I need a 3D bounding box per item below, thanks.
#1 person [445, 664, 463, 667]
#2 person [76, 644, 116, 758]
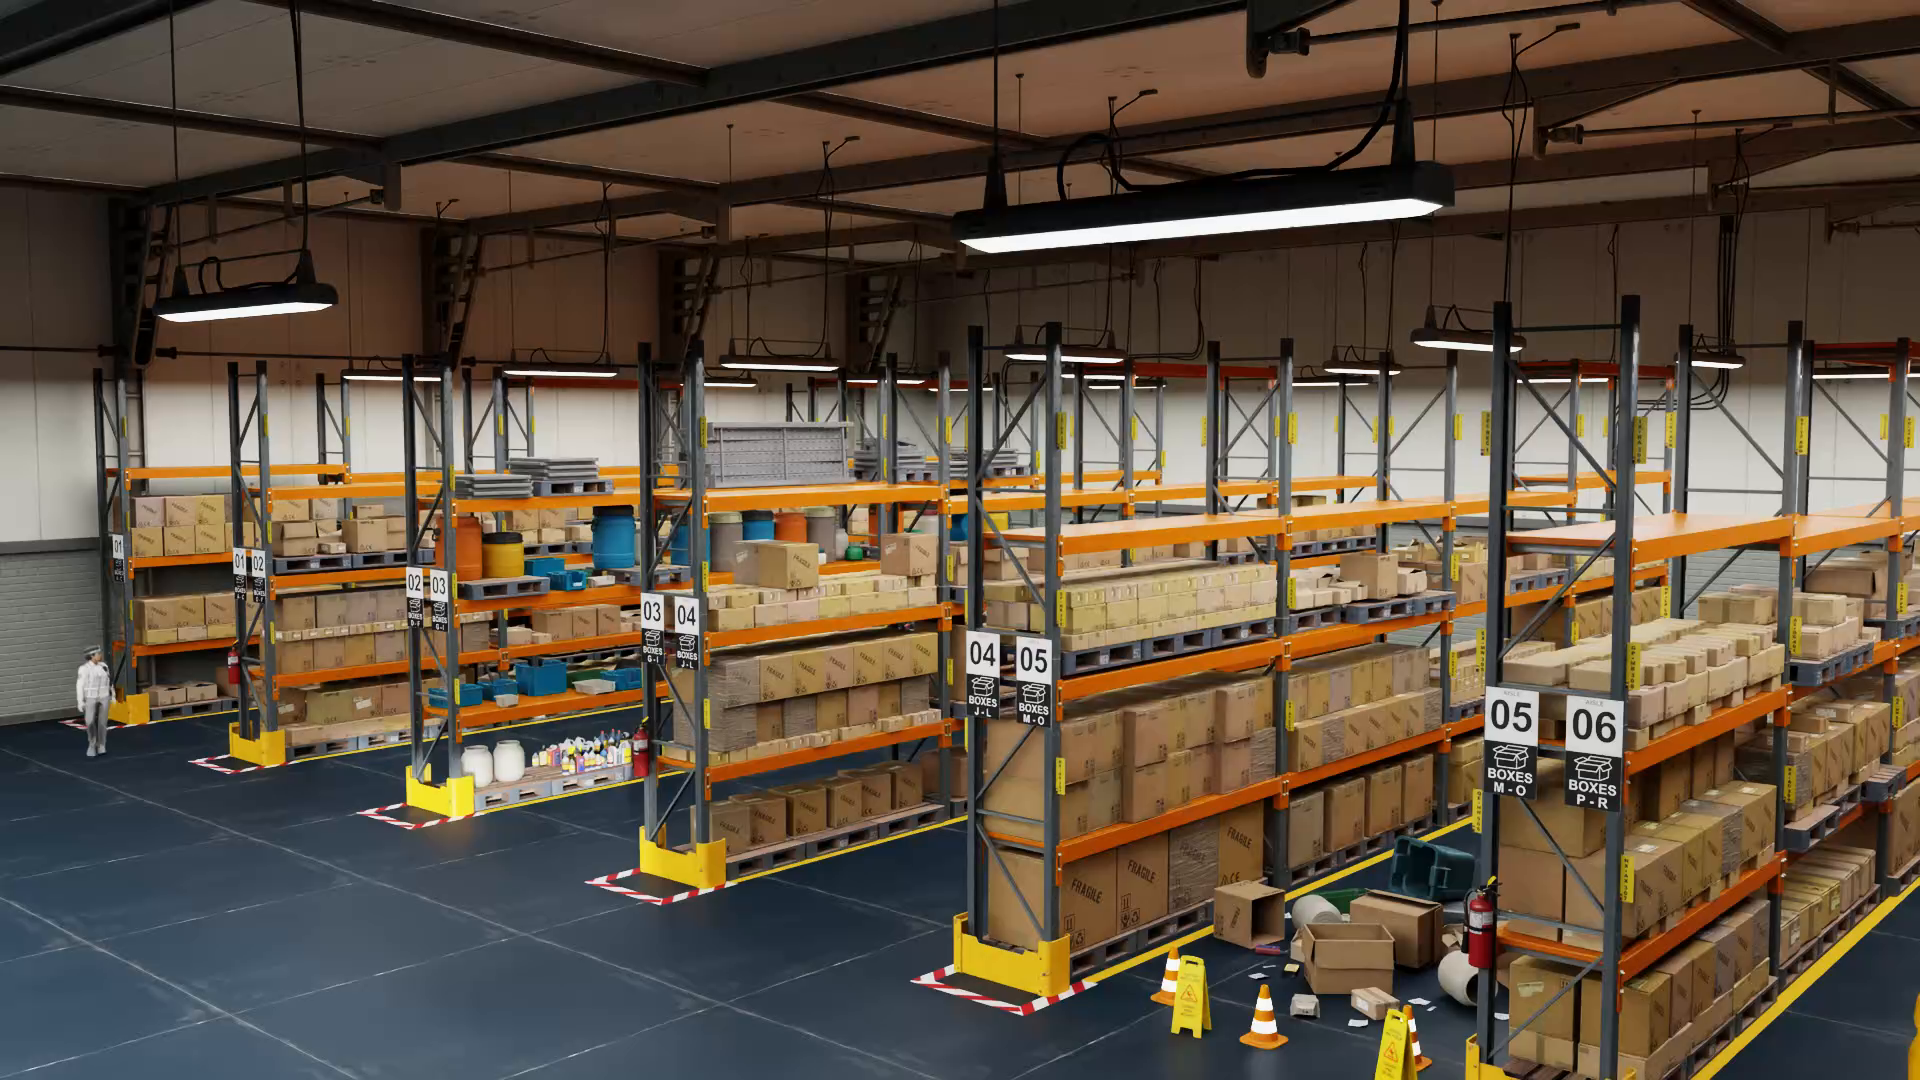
[{"bbox_3d":[-9.125,2.111,29.806,0.633,1.722,0.361,-2,5,-30],"label":"person"},{"bbox_3d":[-13.163,2.450,25.353,0.530,1.719,0.487,-3,5,-31],"label":"person"}]
